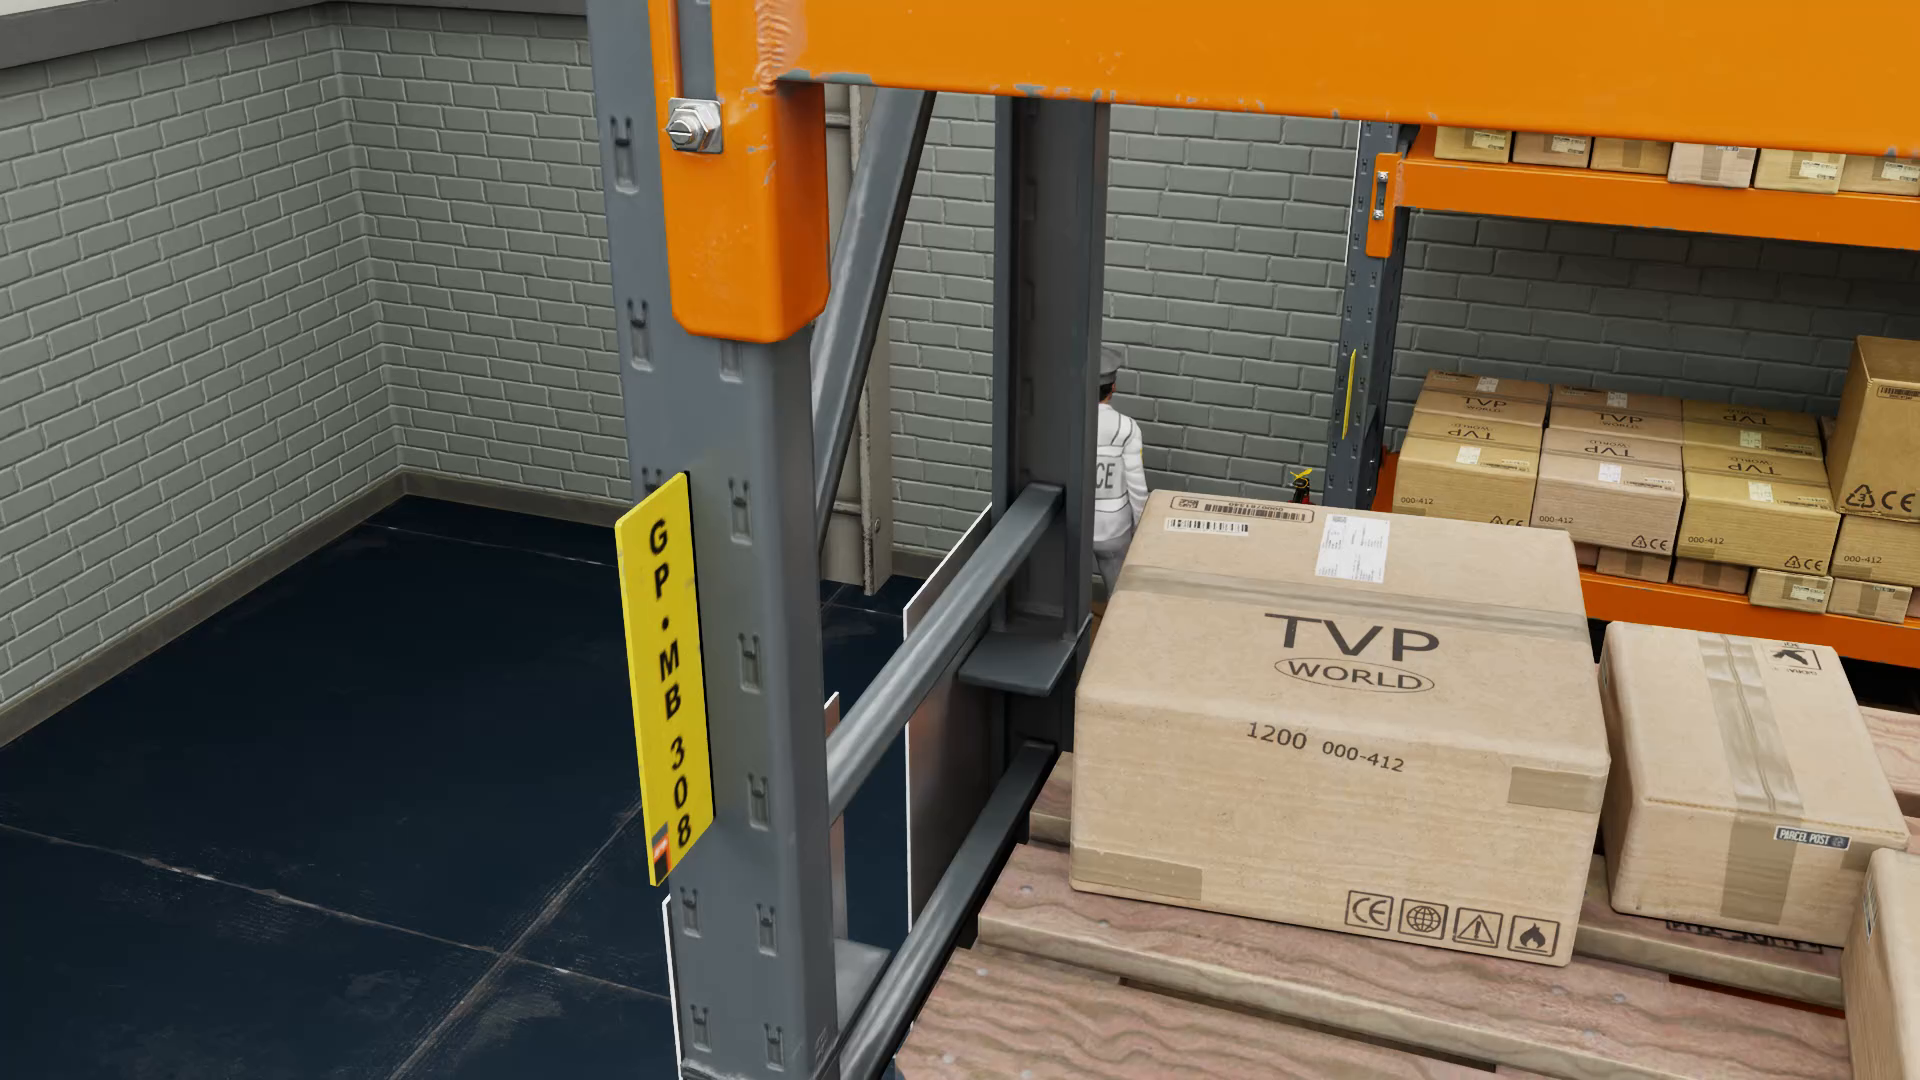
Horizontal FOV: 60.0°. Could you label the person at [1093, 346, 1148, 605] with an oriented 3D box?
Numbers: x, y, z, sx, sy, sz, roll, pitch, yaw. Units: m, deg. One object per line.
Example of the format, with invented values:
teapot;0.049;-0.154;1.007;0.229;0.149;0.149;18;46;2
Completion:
person;0.617;-0.056;7.723;0.523;1.662;0.372;8;27;15
